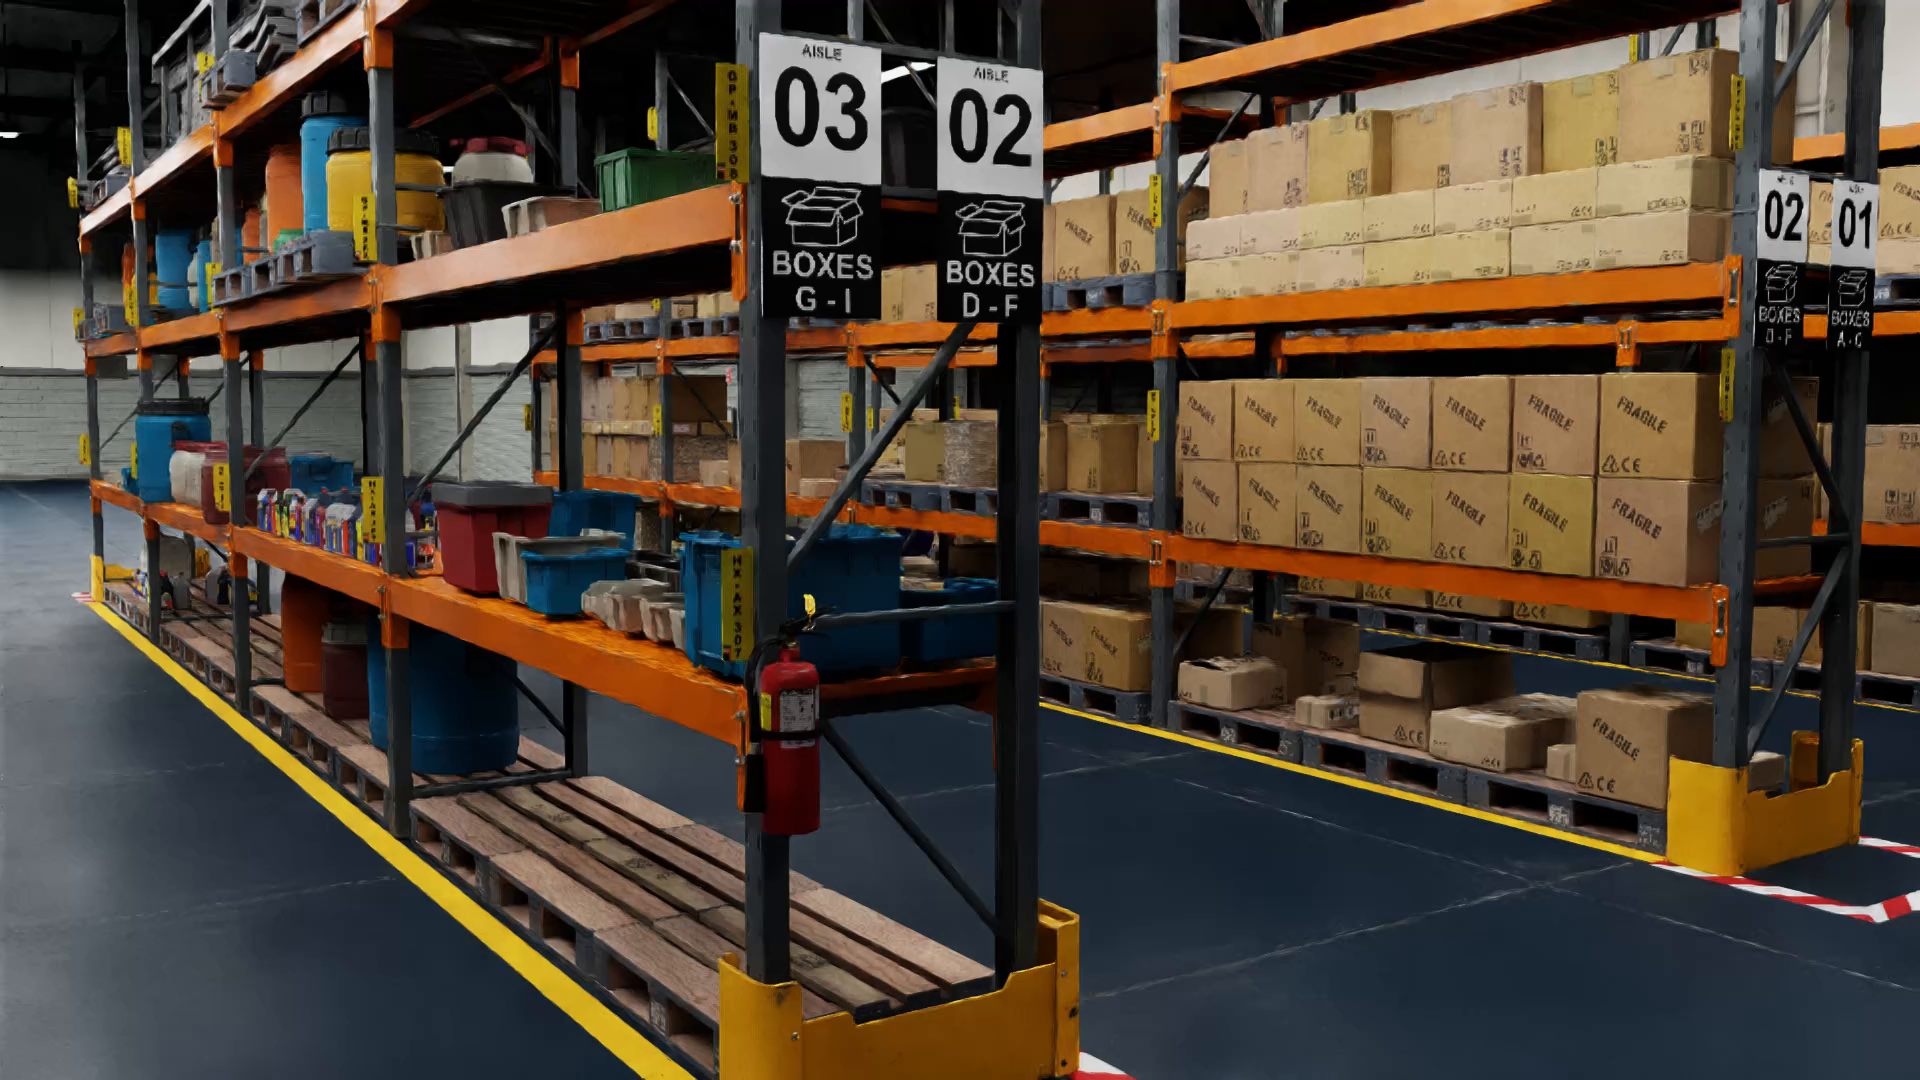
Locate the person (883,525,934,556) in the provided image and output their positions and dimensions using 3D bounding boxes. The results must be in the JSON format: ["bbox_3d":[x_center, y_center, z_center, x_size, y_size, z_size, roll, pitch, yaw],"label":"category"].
[{"bbox_3d":[-0.508,-0.051,17.111,0.708,1.606,0.471,-4,6,-38],"label":"person"}]
